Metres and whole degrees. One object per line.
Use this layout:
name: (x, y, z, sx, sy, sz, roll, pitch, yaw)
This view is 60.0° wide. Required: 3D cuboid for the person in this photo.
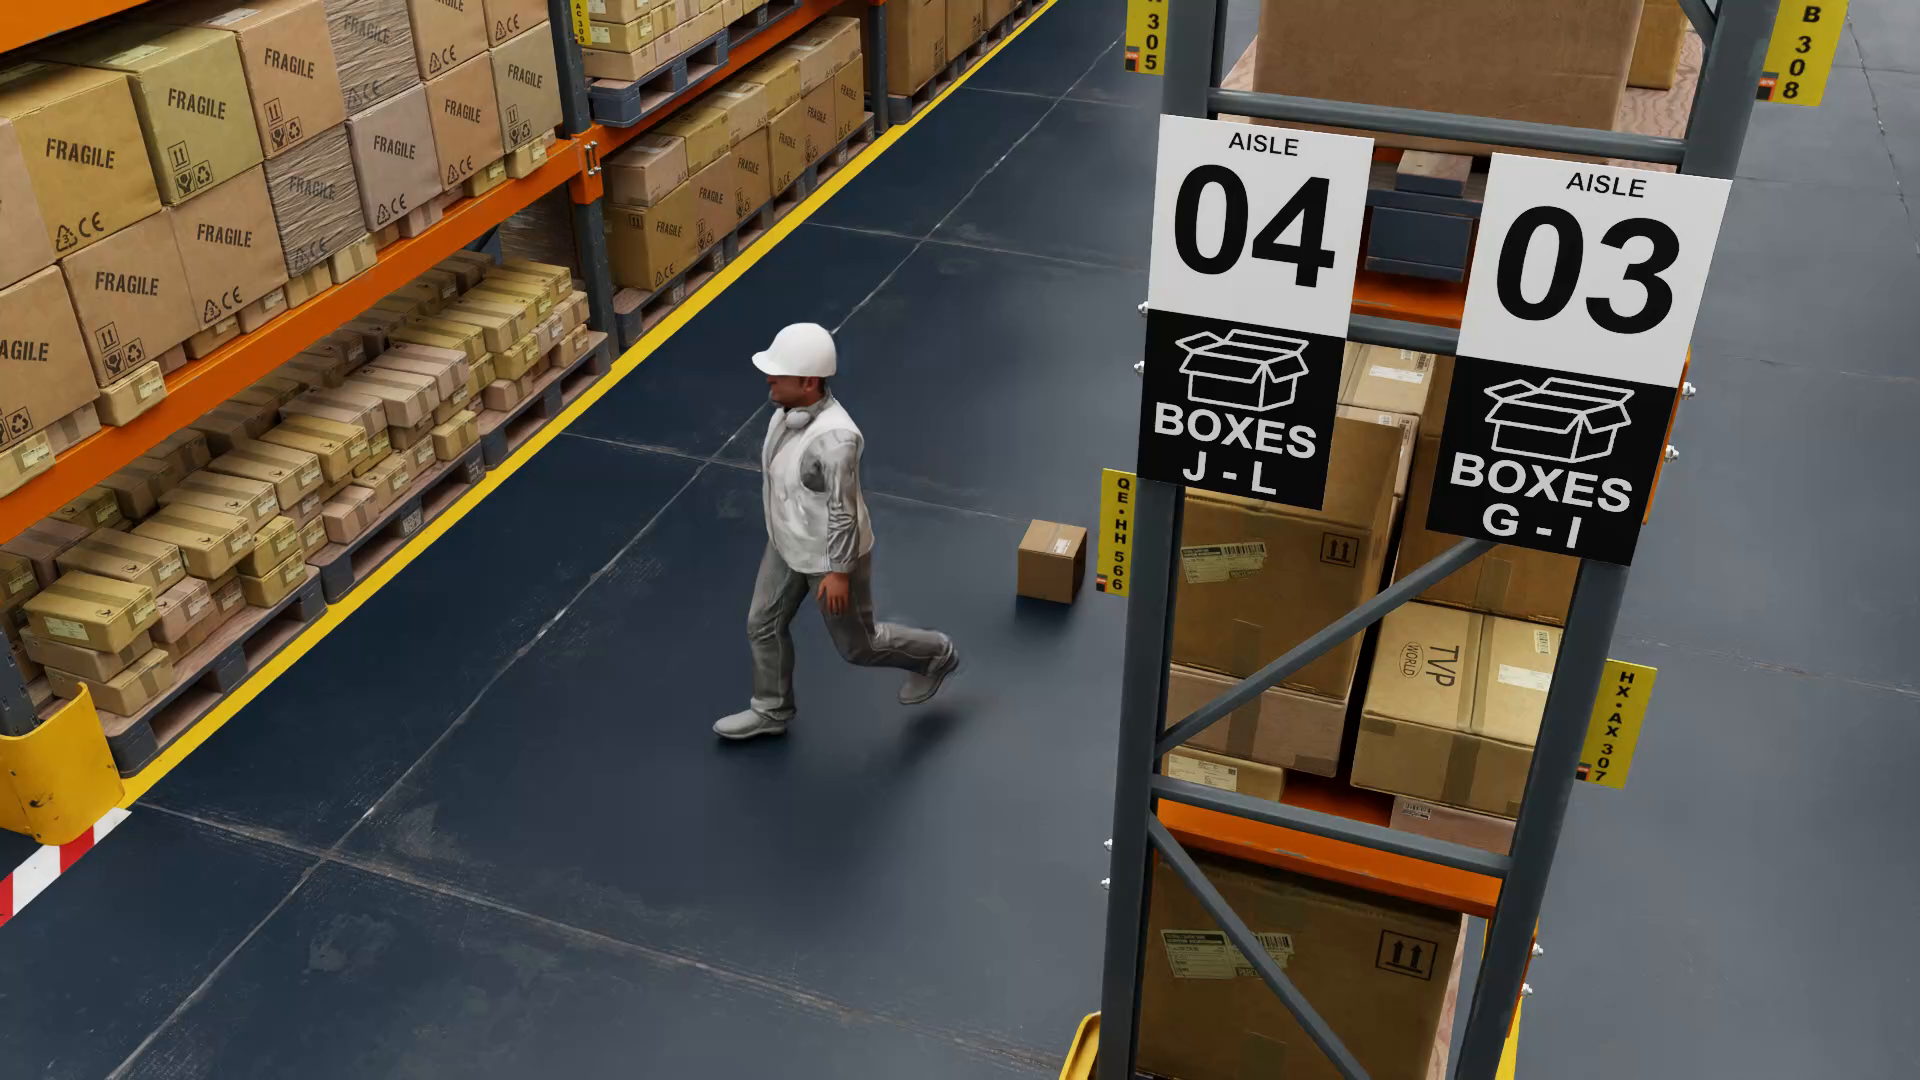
person: (-0.480, -0.011, 6.145, 0.980, 1.741, 0.533, -17, 37, -24)
